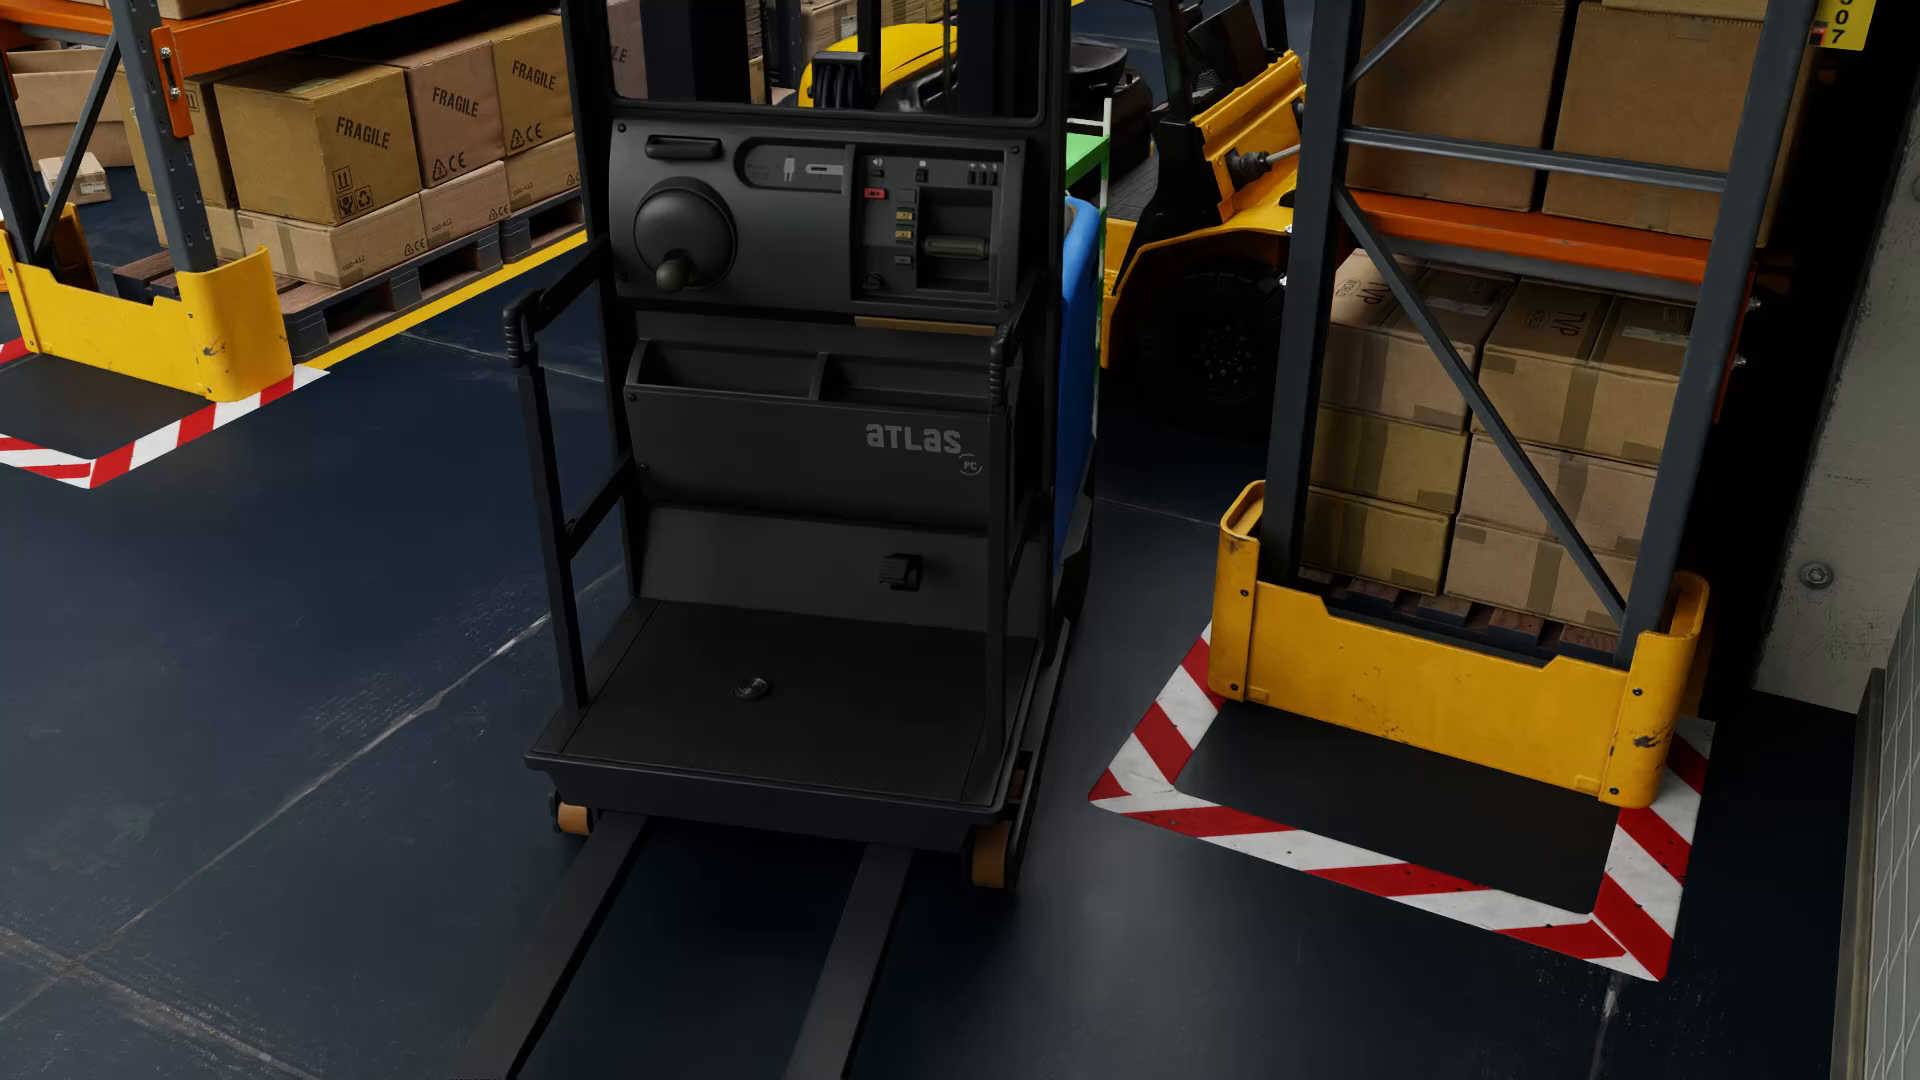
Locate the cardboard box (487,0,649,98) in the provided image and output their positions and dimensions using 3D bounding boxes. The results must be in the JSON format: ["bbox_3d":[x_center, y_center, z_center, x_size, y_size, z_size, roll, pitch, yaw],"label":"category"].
[{"bbox_3d":[-1.827,-2.283,7.800,0.500,0.500,0.500,16,34,26],"label":"cardboard box"}]

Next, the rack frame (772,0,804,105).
[{"bbox_3d":[-1.335,-3.744,8.757,1.000,3.000,0.127,14,33,23],"label":"rack frame"}]

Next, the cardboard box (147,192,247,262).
[{"bbox_3d":[-3.017,-1.390,6.998,0.500,0.250,0.500,14,33,23],"label":"cardboard box"}]

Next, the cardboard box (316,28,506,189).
[{"bbox_3d":[-2.299,-1.824,7.000,0.500,0.500,0.500,13,32,21],"label":"cardboard box"}]

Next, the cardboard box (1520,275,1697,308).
[{"bbox_3d":[1.875,-0.662,4.726,0.500,0.250,0.500,14,33,23],"label":"cardboard box"}]

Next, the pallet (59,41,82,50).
[{"bbox_3d":[-6.204,-3.293,10.773,1.003,0.211,1.213,14,33,23],"label":"pallet"}]

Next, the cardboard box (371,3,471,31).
[{"bbox_3d":[-2.553,-2.154,7.575,0.500,0.500,0.500,14,33,22],"label":"cardboard box"}]

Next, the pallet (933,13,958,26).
[{"bbox_3d":[-0.427,-3.423,10.999,1.003,0.211,1.213,14,33,23],"label":"pallet"}]

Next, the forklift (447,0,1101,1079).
[{"bbox_3d":[-0.358,-0.664,3.463,1.130,2.935,3.031,5,30,9],"label":"forklift"}]

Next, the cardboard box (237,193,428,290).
[{"bbox_3d":[-2.543,-1.255,6.763,0.500,0.250,0.500,14,33,23],"label":"cardboard box"}]

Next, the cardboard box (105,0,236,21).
[{"bbox_3d":[-2.818,-1.965,5.912,0.380,0.149,0.250,14,33,23],"label":"cardboard box"}]

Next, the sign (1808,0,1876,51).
[{"bbox_3d":[1.755,-1.127,3.252,0.100,0.325,0.005,14,33,23],"label":"sign"}]

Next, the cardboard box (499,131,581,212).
[{"bbox_3d":[-2.067,-1.725,7.580,0.500,0.250,0.500,17,34,27],"label":"cardboard box"}]

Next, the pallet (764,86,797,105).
[{"bbox_3d":[-1.609,-2.229,8.919,1.003,0.211,1.213,14,33,23],"label":"pallet"}]

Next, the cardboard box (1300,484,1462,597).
[{"bbox_3d":[1.196,-0.116,4.779,0.500,0.250,0.500,15,33,24],"label":"cardboard box"}]

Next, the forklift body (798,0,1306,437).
[{"bbox_3d":[0.503,-1.733,6.107,2.313,2.155,1.214,14,33,23],"label":"forklift body"}]

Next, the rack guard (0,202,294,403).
[{"bbox_3d":[-3.123,-0.920,6.351,1.175,0.500,0.348,14,33,23],"label":"rack guard"}]

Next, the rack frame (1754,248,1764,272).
[{"bbox_3d":[3.086,-2.619,6.799,1.000,3.000,0.127,14,33,23],"label":"rack frame"}]

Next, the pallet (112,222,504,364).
[{"bbox_3d":[-2.721,-1.147,7.036,1.003,0.211,1.213,14,33,23],"label":"pallet"}]

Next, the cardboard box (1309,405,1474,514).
[{"bbox_3d":[1.207,-0.339,4.666,0.500,0.250,0.500,14,33,23],"label":"cardboard box"}]

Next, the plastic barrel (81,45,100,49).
[{"bbox_3d":[-4.939,-2.854,9.795,0.421,0.421,0.512,-12,32,-20],"label":"plastic barrel"}]

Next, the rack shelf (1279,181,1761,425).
[{"bbox_3d":[2.174,-1.421,5.435,1.077,0.370,4.000,14,33,23],"label":"rack shelf"}]

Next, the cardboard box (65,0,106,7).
[{"bbox_3d":[-3.177,-2.076,6.105,0.380,0.149,0.250,15,33,25],"label":"cardboard box"}]

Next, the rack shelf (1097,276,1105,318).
[{"bbox_3d":[0.271,-0.738,5.458,0.258,0.148,0.480,13,32,21],"label":"rack shelf"}]

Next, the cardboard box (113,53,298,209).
[{"bbox_3d":[-3.024,-1.700,6.784,0.500,0.500,0.500,15,33,24],"label":"cardboard box"}]

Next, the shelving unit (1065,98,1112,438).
[{"bbox_3d":[0.271,-0.793,5.426,0.258,1.200,0.503,13,32,21],"label":"shelving unit"}]

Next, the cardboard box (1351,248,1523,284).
[{"bbox_3d":[1.423,-0.772,4.918,0.500,0.250,0.500,15,33,24],"label":"cardboard box"}]

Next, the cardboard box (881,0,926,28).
[{"bbox_3d":[-0.774,-3.339,10.269,0.950,0.372,0.625,16,34,26],"label":"cardboard box"}]

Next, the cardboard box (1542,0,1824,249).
[{"bbox_3d":[1.736,-1.046,3.959,0.500,0.500,0.500,15,33,25],"label":"cardboard box"}]

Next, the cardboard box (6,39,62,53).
[{"bbox_3d":[-5.581,-2.818,9.653,0.500,0.500,0.500,21,36,32],"label":"cardboard box"}]

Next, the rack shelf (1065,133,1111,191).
[{"bbox_3d":[0.271,-1.154,5.219,0.258,0.148,0.480,13,32,21],"label":"rack shelf"}]
